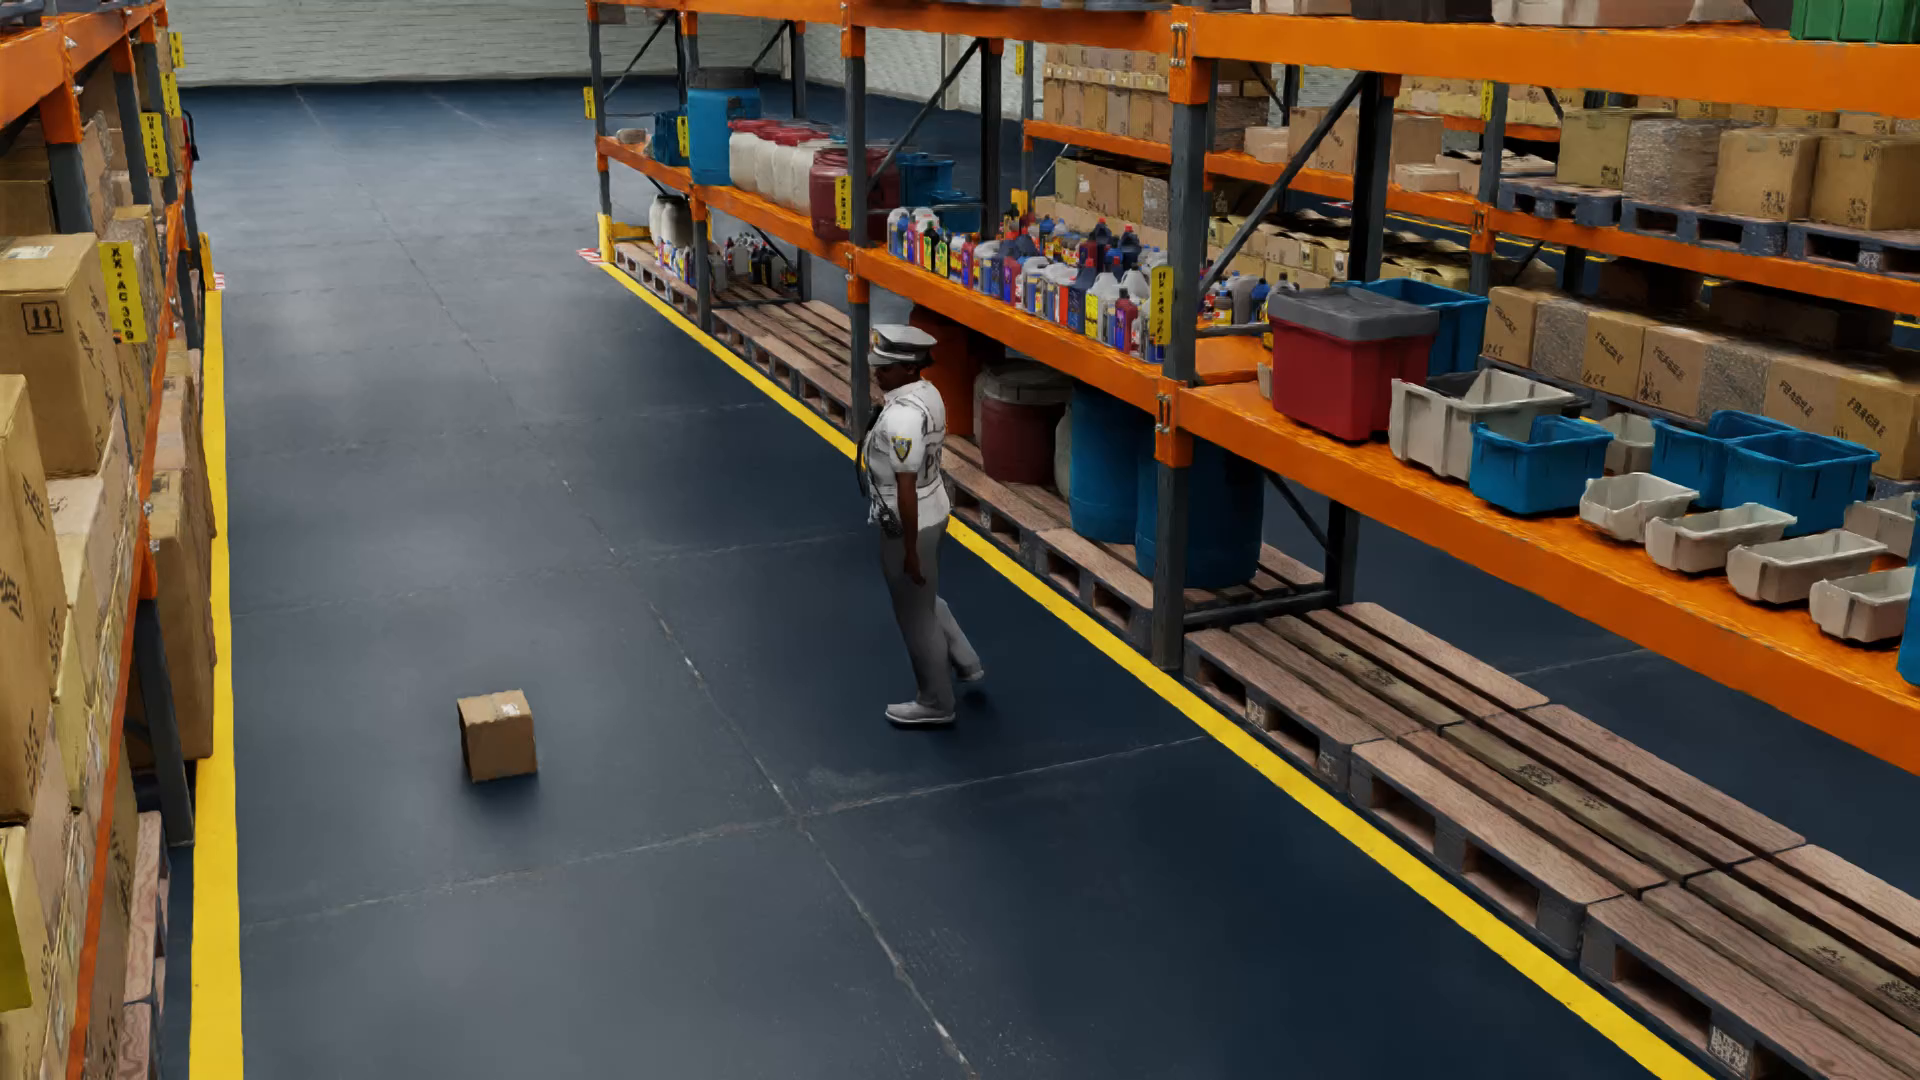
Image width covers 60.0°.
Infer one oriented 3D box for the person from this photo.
[{"bbox_3d":[-0.138,-0.065,6.699,0.450,1.657,0.637,4,19,12],"label":"person"}]
